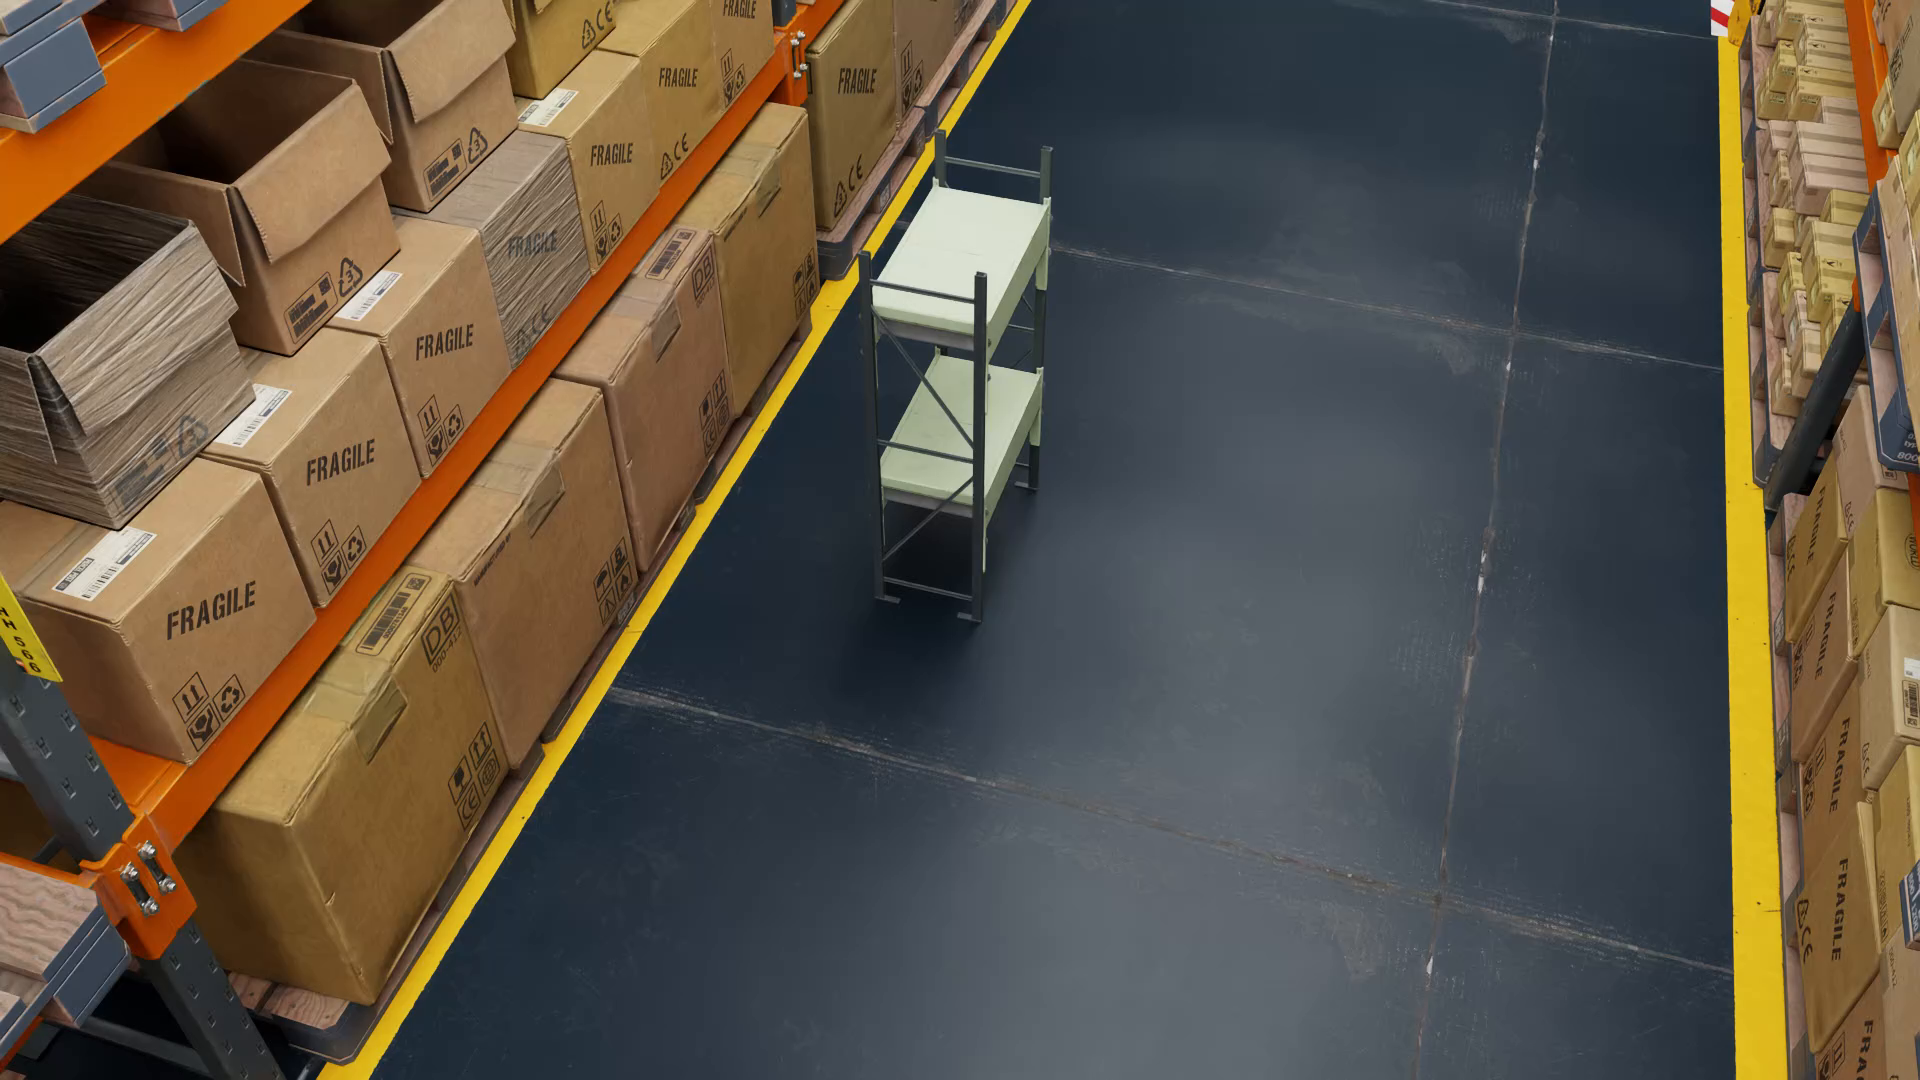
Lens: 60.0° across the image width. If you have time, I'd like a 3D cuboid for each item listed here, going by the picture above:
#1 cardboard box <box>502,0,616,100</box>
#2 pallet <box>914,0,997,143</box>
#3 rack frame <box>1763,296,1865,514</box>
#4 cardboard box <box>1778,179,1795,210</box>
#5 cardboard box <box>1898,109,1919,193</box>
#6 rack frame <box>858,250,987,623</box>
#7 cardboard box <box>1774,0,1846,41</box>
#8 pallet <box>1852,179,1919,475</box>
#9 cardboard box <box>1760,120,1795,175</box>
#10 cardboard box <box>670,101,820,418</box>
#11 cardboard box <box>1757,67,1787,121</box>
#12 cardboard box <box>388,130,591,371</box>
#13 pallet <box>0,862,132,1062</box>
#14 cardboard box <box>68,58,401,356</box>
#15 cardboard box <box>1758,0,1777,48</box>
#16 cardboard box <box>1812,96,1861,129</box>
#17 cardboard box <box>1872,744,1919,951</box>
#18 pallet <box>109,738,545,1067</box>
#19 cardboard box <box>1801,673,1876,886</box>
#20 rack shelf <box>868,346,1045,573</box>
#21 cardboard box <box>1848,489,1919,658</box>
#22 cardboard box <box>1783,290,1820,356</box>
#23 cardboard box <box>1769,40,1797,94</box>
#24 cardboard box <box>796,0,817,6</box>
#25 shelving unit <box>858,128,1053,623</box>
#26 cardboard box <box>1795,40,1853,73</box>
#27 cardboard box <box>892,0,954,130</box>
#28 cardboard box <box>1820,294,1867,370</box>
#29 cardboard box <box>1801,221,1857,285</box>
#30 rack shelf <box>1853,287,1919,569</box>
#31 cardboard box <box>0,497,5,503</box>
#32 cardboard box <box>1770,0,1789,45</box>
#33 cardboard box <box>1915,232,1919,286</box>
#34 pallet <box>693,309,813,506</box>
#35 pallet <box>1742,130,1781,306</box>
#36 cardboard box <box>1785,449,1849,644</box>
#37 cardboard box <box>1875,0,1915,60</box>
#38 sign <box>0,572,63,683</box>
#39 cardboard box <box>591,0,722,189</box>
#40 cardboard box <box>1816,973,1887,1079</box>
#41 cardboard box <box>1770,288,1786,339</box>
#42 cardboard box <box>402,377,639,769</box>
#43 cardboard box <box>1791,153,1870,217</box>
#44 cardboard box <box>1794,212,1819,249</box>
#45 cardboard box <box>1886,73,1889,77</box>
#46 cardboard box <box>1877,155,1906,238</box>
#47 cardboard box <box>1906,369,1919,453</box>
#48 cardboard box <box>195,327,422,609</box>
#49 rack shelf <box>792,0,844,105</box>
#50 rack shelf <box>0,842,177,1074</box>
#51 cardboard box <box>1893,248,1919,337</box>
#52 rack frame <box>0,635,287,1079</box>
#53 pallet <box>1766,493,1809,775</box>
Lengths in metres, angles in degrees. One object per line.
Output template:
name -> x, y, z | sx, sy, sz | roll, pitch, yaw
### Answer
cardboard box -> -1.530, -1.747, 5.102 | 0.797, 0.503, 0.637 | 13, 46, 13
pallet -> -0.453, -2.545, 8.700 | 1.003, 0.211, 1.213 | 13, 46, 12
rack frame -> 3.570, -1.117, 5.247 | 1.000, 3.000, 0.127 | 13, 46, 13
cardboard box -> 3.821, -1.432, 7.306 | 0.380, 0.149, 0.250 | 13, 46, 13
cardboard box -> 3.013, -1.119, 4.915 | 0.380, 0.149, 0.250 | 13, 46, 13
rack frame -> -0.113, -0.288, 5.472 | 0.400, 1.500, 0.023 | 13, 46, 12
cardboard box -> 4.132, -2.500, 7.973 | 0.380, 0.149, 0.250 | 12, 46, 12
pallet -> 3.200, -0.570, 4.825 | 1.003, 0.211, 1.213 | 13, 46, 13
cardboard box -> 3.921, -1.790, 7.672 | 0.380, 0.149, 0.250 | 10, 45, 11
cardboard box -> -1.301, -1.195, 6.546 | 1.225, 0.875, 0.875 | 13, 46, 13
cardboard box -> 4.066, -2.127, 8.017 | 0.380, 0.149, 0.250 | 13, 46, 13
cardboard box -> -1.472, -0.890, 4.944 | 0.500, 0.500, 0.500 | 13, 46, 13
pallet -> -2.452, 0.997, 3.224 | 1.213, 0.211, 1.003 | 13, 46, 13
cardboard box -> -1.901, -0.881, 4.217 | 0.797, 0.503, 0.637 | 14, 46, 13
cardboard box -> 4.318, -2.633, 8.534 | 0.380, 0.149, 0.250 | 13, 46, 13
cardboard box -> 3.935, -1.781, 7.238 | 0.380, 0.149, 0.250 | 13, 46, 13
cardboard box -> 2.628, 0.838, 4.199 | 0.500, 0.250, 0.500 | 14, 46, 13
pallet -> -2.027, 0.918, 5.161 | 1.003, 0.211, 1.213 | 13, 46, 13
cardboard box -> 2.790, 0.767, 4.808 | 0.500, 0.500, 0.500 | 13, 46, 13
rack shelf -> -0.002, -0.299, 5.949 | 0.431, 0.370, 0.720 | 13, 46, 12
cardboard box -> 2.936, 0.150, 4.903 | 0.500, 0.250, 0.500 | 14, 46, 14
cardboard box -> 3.433, -0.815, 6.464 | 0.380, 0.149, 0.250 | 11, 45, 11
cardboard box -> 4.071, -2.226, 7.905 | 0.380, 0.149, 0.250 | 14, 46, 14
cardboard box -> -0.719, -2.272, 6.607 | 0.380, 0.149, 0.250 | 13, 46, 13
shelving unit -> -0.002, -0.532, 5.721 | 0.431, 1.500, 0.755 | 13, 46, 12
cardboard box -> 4.043, -2.134, 7.599 | 0.380, 0.149, 0.250 | 14, 46, 14
cardboard box -> -0.577, -2.649, 8.031 | 0.875, 0.875, 0.875 | 13, 46, 13
cardboard box -> 3.430, -0.753, 6.188 | 0.380, 0.149, 0.250 | 14, 46, 14
cardboard box -> 3.538, -1.100, 6.542 | 0.380, 0.149, 0.250 | 12, 46, 12
rack shelf -> 2.965, 0.473, 4.136 | 1.077, 0.370, 4.000 | 13, 46, 13
cardboard box -> -2.424, 0.014, 4.020 | 0.500, 0.500, 0.500 | 14, 46, 14
cardboard box -> 4.242, -2.556, 8.242 | 0.380, 0.149, 0.250 | 12, 46, 12
cardboard box -> 2.858, -0.774, 4.562 | 0.380, 0.149, 0.250 | 14, 46, 13
pallet -> -1.288, -0.708, 6.823 | 1.003, 0.211, 1.213 | 13, 46, 13
pallet -> 4.108, -1.392, 7.521 | 1.003, 0.211, 1.213 | 13, 46, 13
cardboard box -> 3.094, 0.062, 5.529 | 0.500, 0.500, 0.500 | 14, 46, 14
cardboard box -> 3.606, -1.988, 5.852 | 0.500, 0.500, 0.500 | 11, 46, 11
sign -> -1.817, 0.154, 3.177 | 0.100, 0.325, 0.005 | 13, 46, 13
cardboard box -> -1.164, -1.573, 5.641 | 0.500, 0.500, 0.500 | 14, 46, 14
cardboard box -> 2.470, 1.453, 4.108 | 0.500, 0.500, 0.500 | 14, 46, 14
cardboard box -> 3.541, -0.927, 6.791 | 0.380, 0.149, 0.250 | 11, 45, 11
cardboard box -> -1.831, -0.008, 5.332 | 1.225, 0.875, 0.875 | 13, 46, 13
cardboard box -> 3.685, -1.456, 6.906 | 0.380, 0.149, 0.250 | 10, 45, 11
cardboard box -> 3.725, -1.318, 6.977 | 0.380, 0.149, 0.250 | 14, 46, 13
cardboard box -> 3.546, -1.628, 5.948 | 0.380, 0.149, 0.250 | 14, 46, 14
cardboard box -> 3.013, -1.013, 5.019 | 0.380, 0.149, 0.250 | 11, 45, 11
cardboard box -> 2.701, -0.324, 4.316 | 0.380, 0.149, 0.250 | 11, 45, 11
cardboard box -> -1.777, -0.215, 4.254 | 0.500, 0.500, 0.500 | 11, 46, 11
rack shelf -> -0.520, -3.311, 8.004 | 1.077, 0.370, 4.000 | 13, 46, 13
rack shelf -> -2.943, 2.021, 2.554 | 1.077, 0.370, 4.000 | 13, 46, 13
cardboard box -> 2.855, -0.661, 4.660 | 0.380, 0.149, 0.250 | 13, 46, 13
rack frame -> -2.337, 0.431, 3.665 | 1.000, 3.000, 0.127 | 13, 46, 13
pallet -> 3.336, 0.399, 5.692 | 1.003, 0.211, 1.213 | 13, 46, 13
